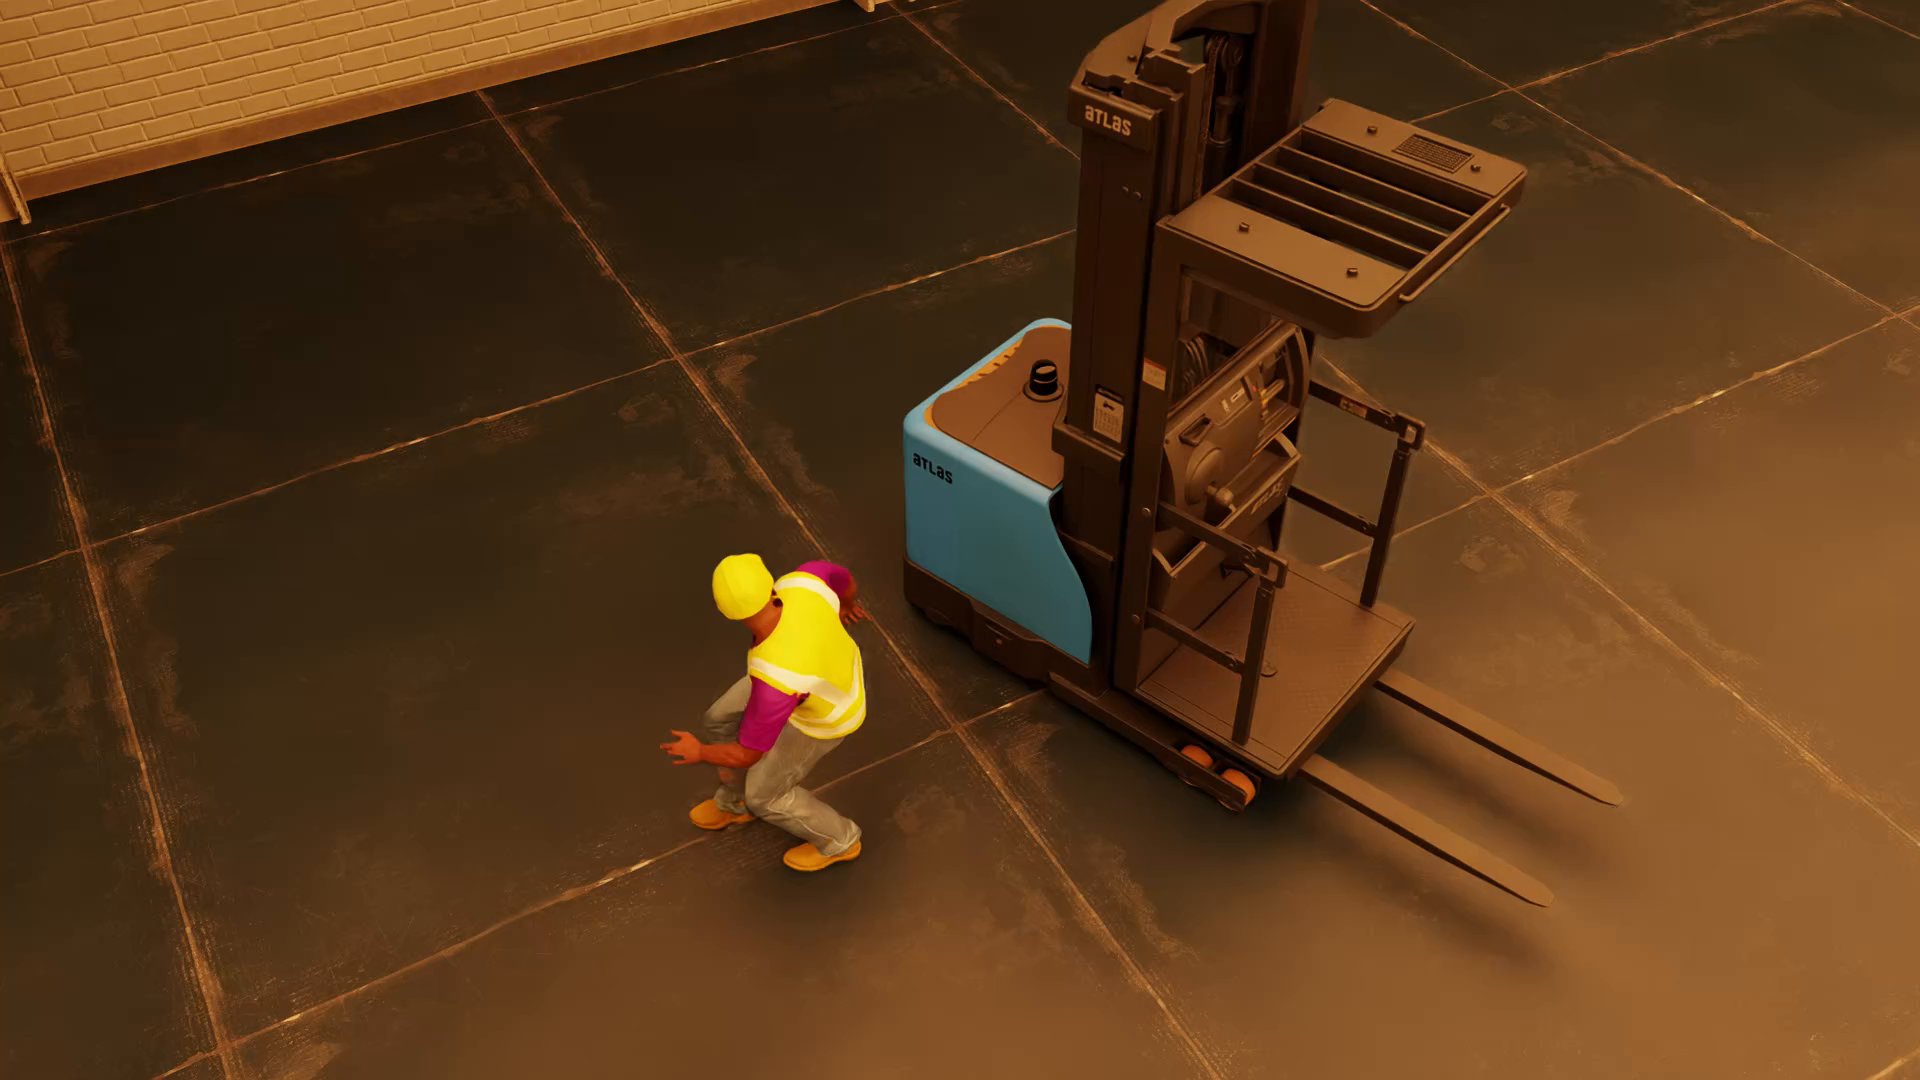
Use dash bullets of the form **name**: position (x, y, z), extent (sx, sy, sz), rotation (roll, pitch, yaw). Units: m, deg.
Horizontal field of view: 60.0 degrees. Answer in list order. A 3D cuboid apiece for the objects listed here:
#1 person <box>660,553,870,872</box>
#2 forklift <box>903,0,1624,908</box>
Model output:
- **person**: position (-0.709, 0.562, 6.124), extent (0.797, 1.556, 0.807), rotation (-4, 43, -4)
- **forklift**: position (1.203, -0.401, 6.130), extent (3.031, 2.935, 1.130), rotation (30, 50, 28)
